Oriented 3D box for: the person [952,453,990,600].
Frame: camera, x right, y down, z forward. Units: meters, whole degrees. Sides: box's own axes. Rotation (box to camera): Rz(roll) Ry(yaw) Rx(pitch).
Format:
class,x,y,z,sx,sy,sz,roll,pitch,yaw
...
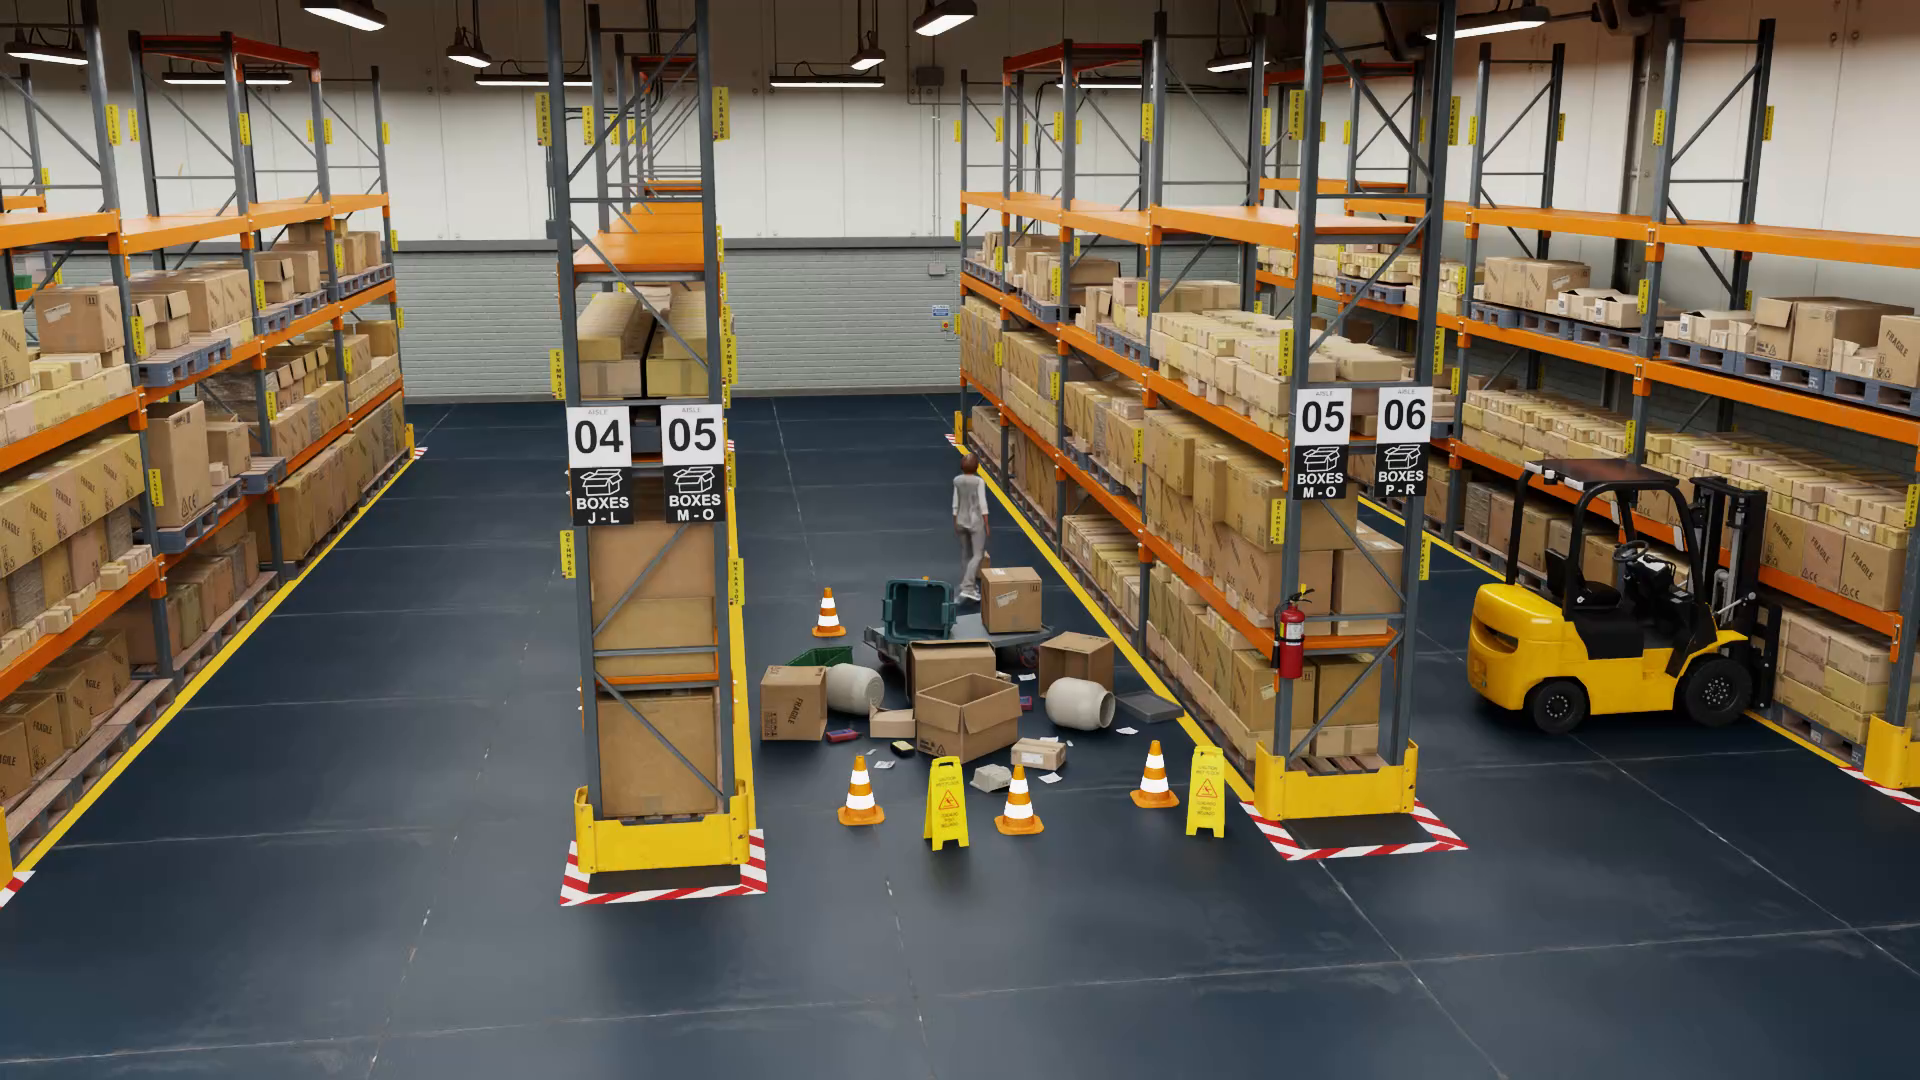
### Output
class,x,y,z,sx,sy,sz,roll,pitch,yaw
person,0.116,-0.150,18.099,0.451,1.598,0.568,8,16,31
